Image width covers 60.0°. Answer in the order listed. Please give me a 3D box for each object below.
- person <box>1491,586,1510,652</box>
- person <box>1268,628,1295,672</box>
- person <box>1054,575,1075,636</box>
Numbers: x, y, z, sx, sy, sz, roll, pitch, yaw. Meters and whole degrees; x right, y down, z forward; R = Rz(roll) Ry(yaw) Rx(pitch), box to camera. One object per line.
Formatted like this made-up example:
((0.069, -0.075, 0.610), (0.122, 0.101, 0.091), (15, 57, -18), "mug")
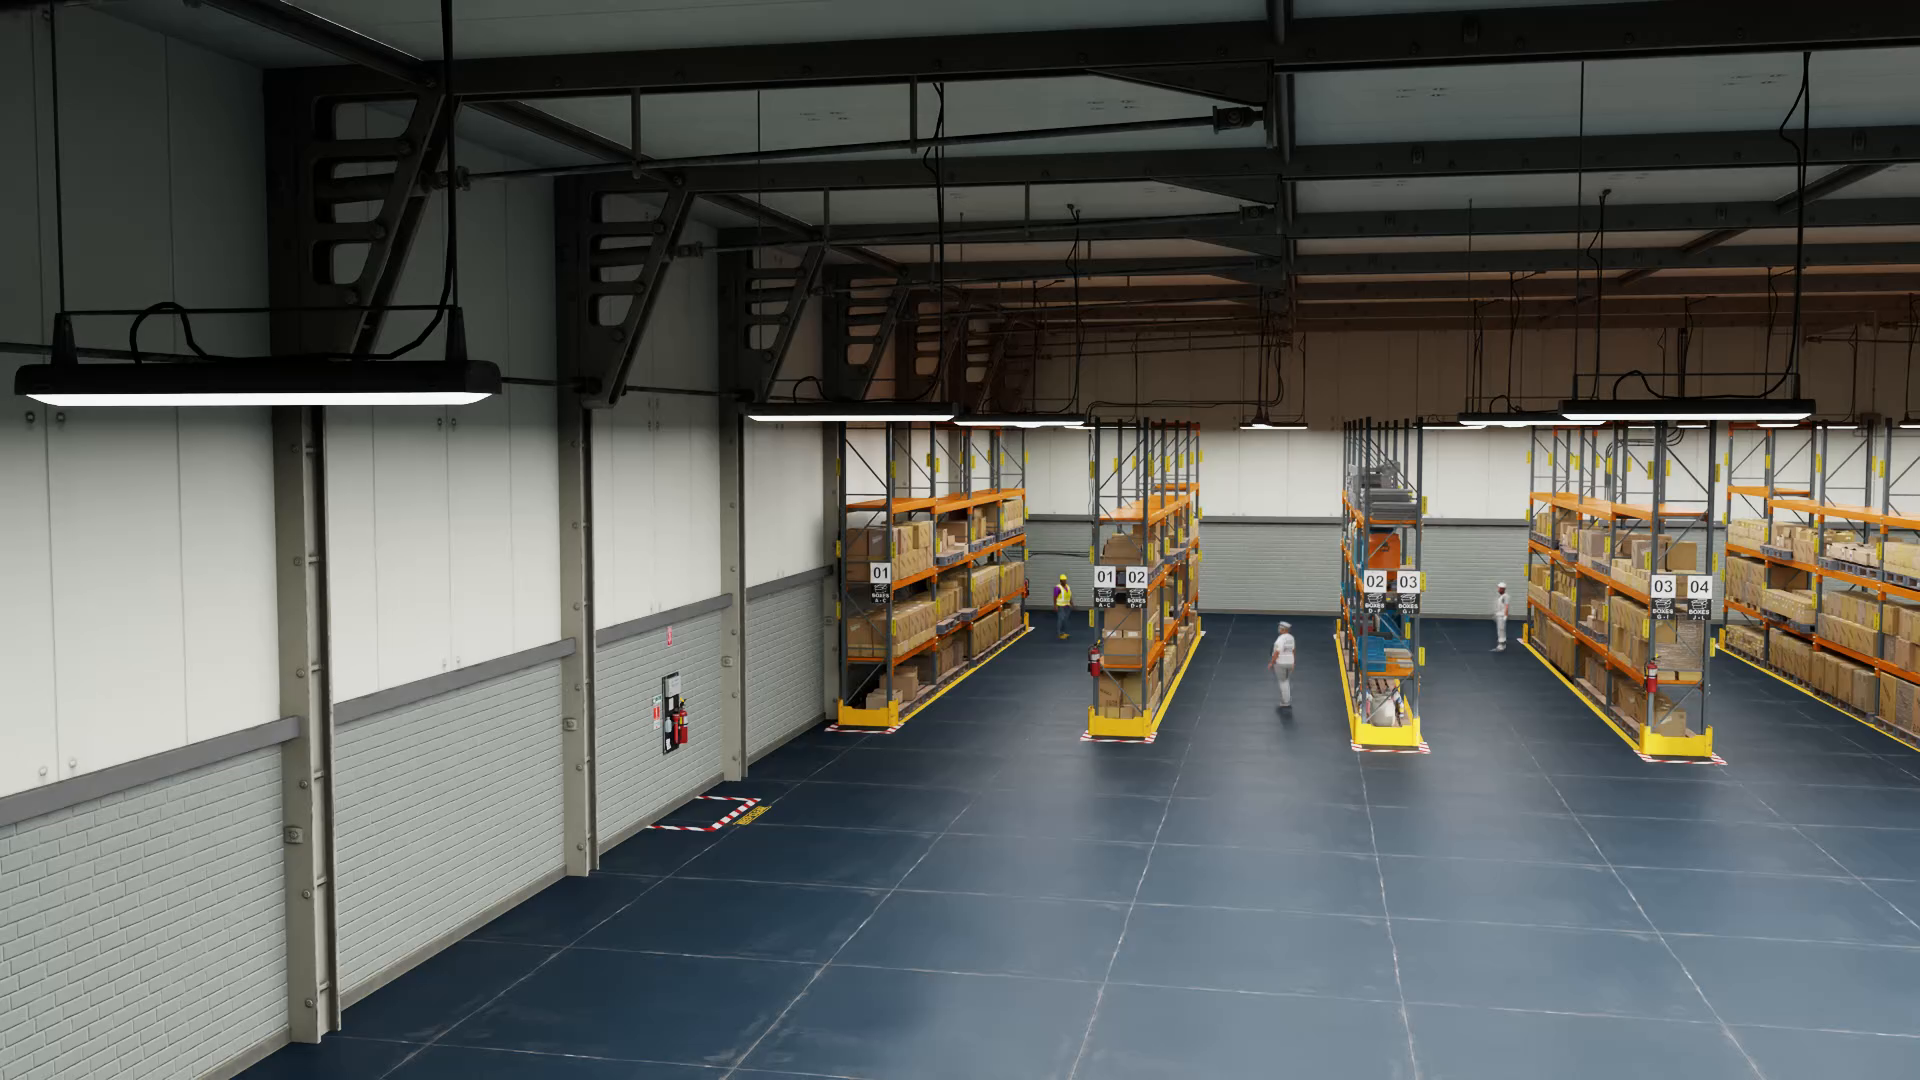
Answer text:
((14.122, 2.032, 43.478), (0.446, 1.744, 0.548), (1, 4, 11), "person")
((6.731, 2.255, 34.652), (0.580, 1.025, 0.394), (-2, 4, -29), "person")
((2.877, 1.808, 46.248), (0.644, 1.703, 0.415), (-3, 5, -43), "person")
